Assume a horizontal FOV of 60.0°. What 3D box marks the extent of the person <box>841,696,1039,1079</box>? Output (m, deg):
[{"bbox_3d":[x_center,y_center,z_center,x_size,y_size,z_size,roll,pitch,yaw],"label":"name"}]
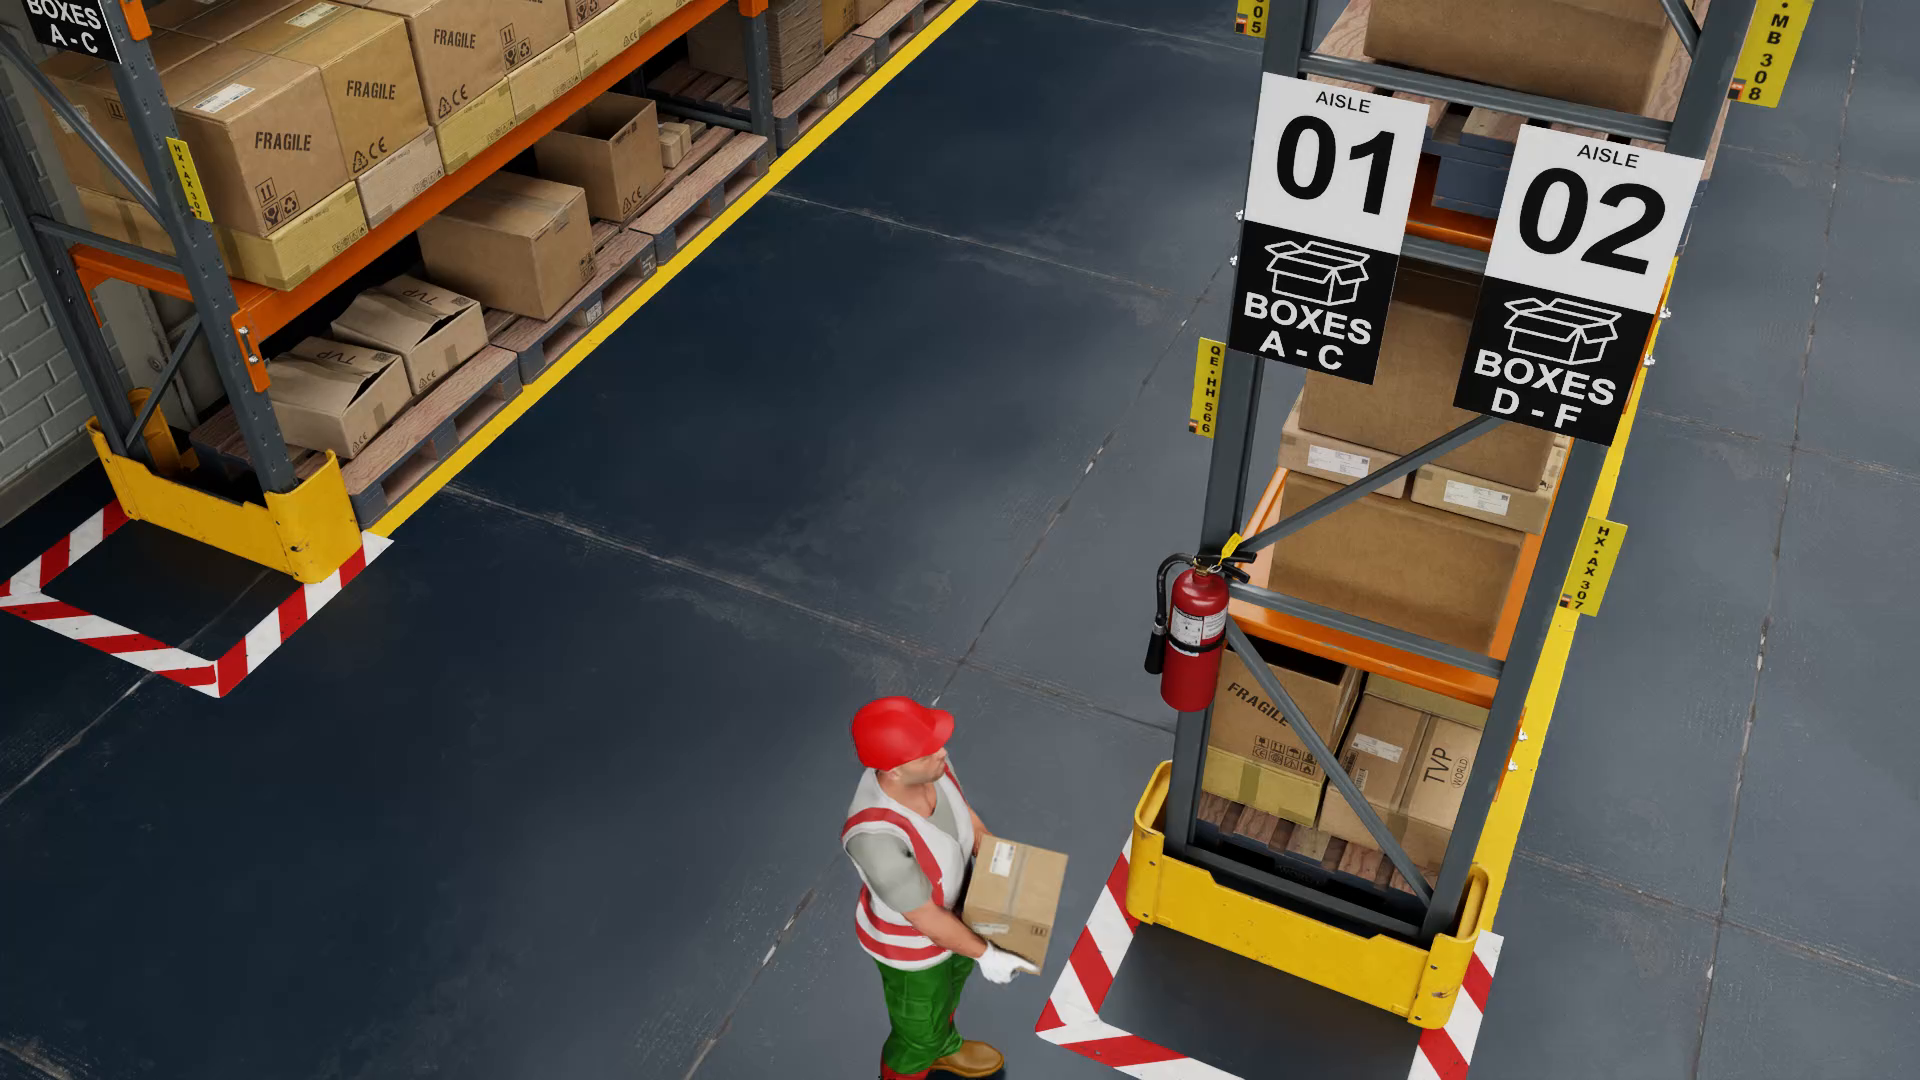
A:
[{"bbox_3d":[-0.019,1.125,4.876,0.564,1.787,0.505,9,42,10],"label":"person"}]
